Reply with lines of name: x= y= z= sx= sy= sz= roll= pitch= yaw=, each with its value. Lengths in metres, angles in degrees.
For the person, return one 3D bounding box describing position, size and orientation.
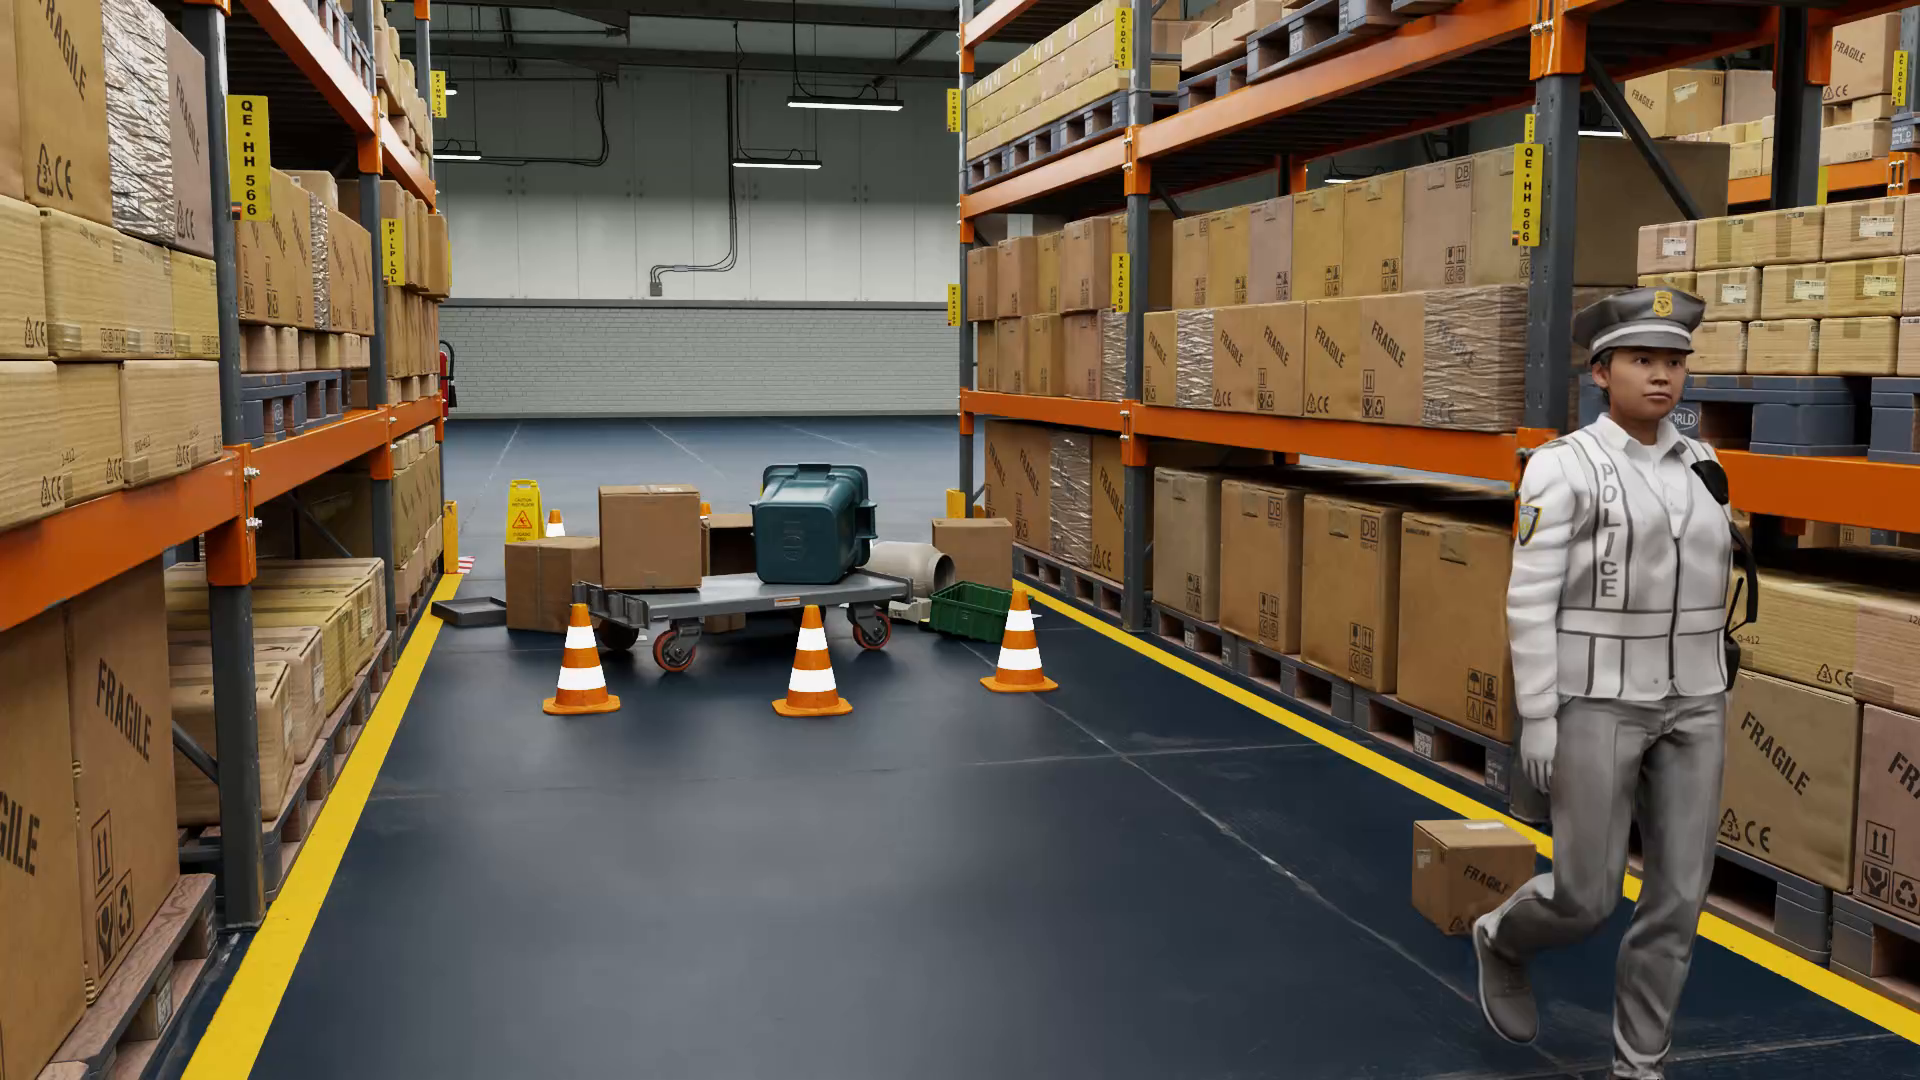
person: x=1.336 y=0.329 z=3.387 sx=0.486 sy=1.674 sz=0.609 roll=-1 pitch=6 yaw=-10
